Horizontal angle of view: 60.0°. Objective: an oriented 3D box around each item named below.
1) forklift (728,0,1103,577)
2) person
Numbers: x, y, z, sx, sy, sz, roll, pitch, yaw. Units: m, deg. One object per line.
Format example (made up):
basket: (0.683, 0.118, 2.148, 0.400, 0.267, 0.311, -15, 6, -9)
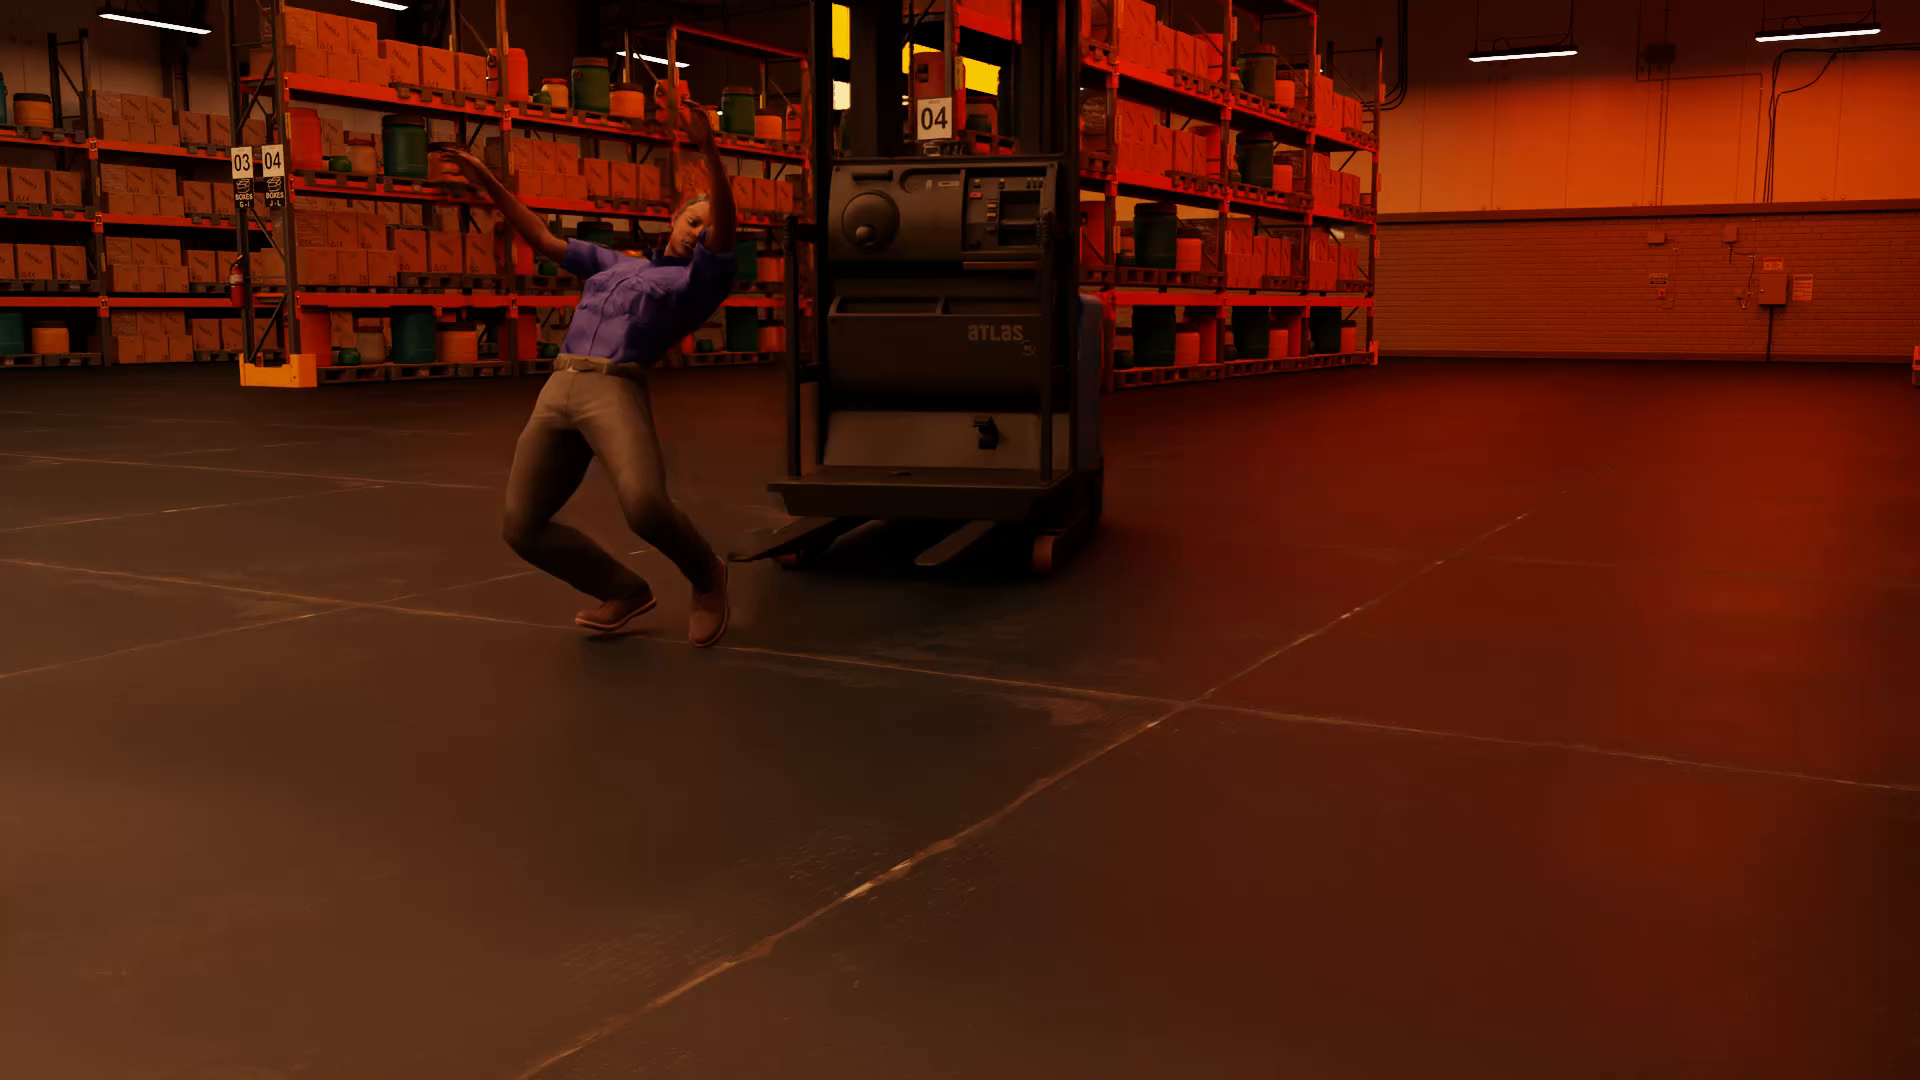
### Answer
forklift: (-0.110, -1.365, 6.485, 1.130, 2.935, 3.031, 2, 8, 11)
person: (-1.019, -0.481, 5.009, 0.896, 1.586, 0.677, 5, 9, 30)
